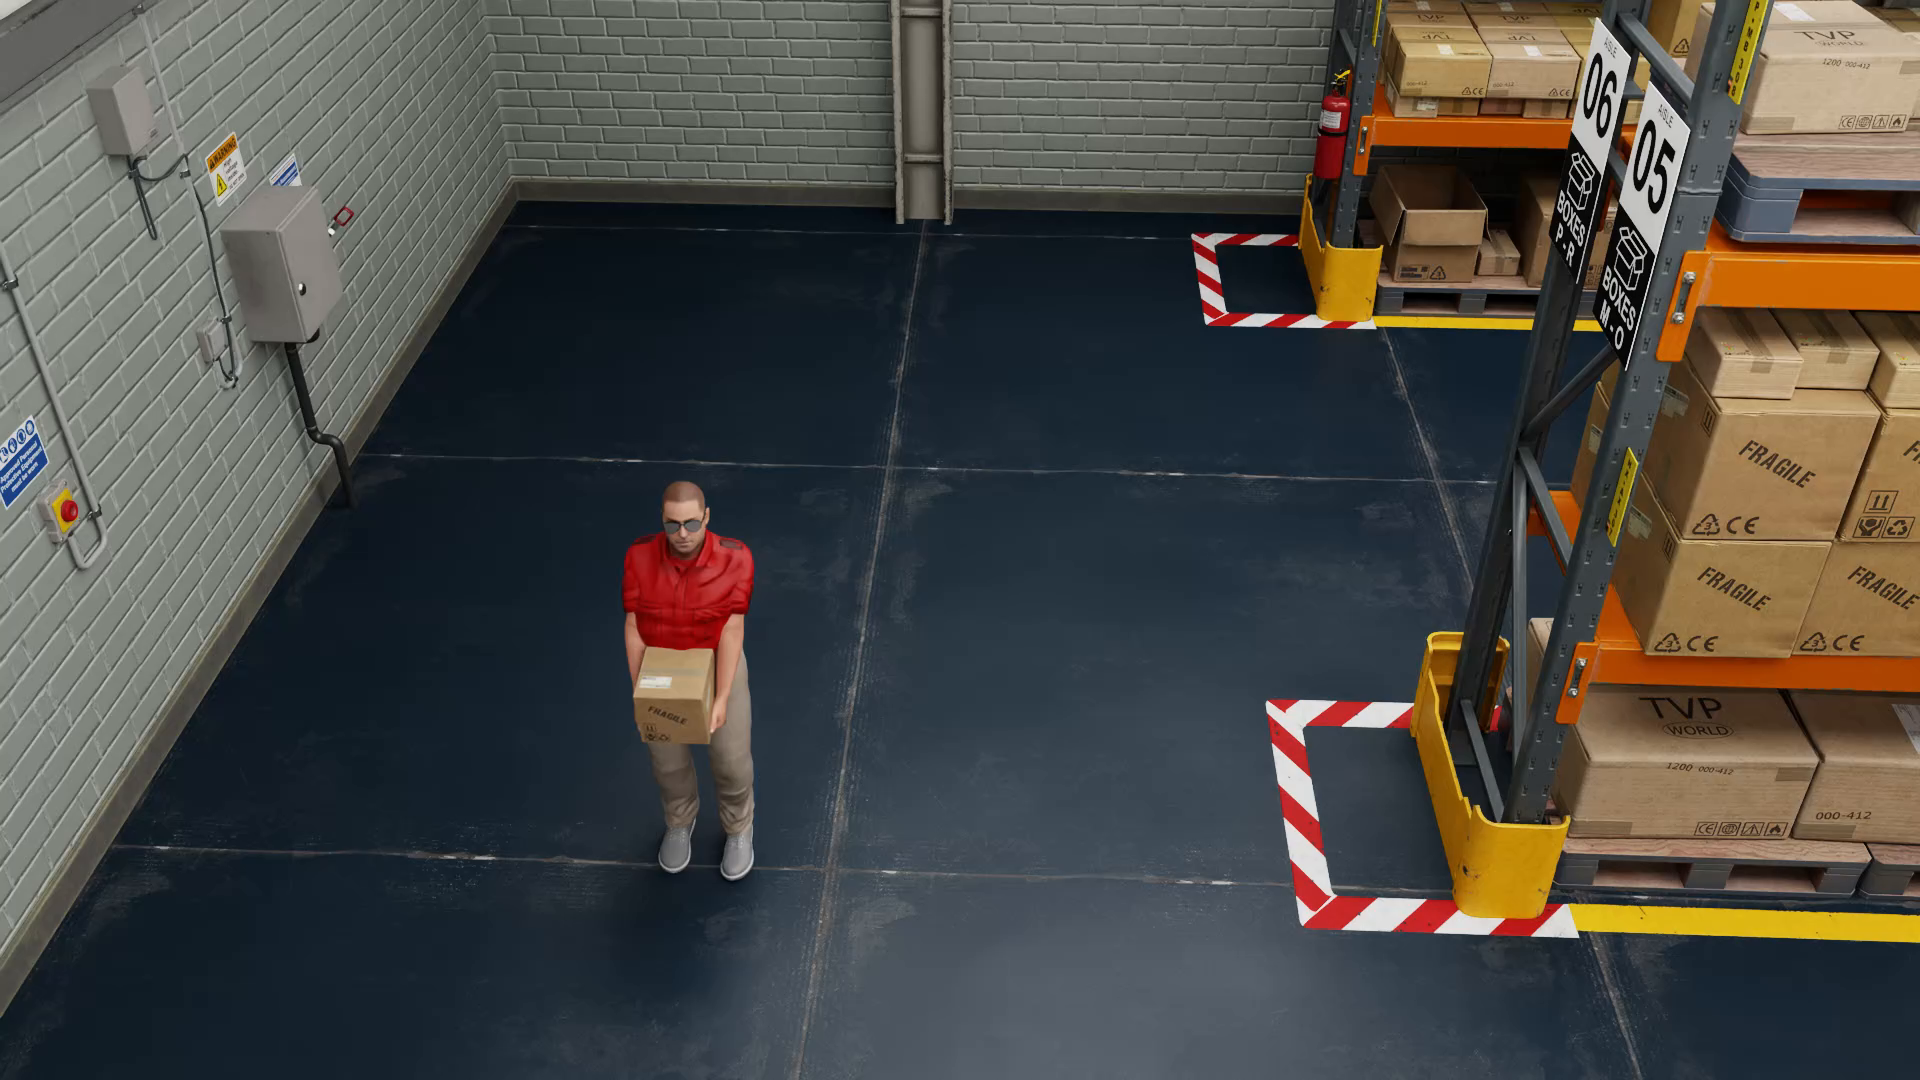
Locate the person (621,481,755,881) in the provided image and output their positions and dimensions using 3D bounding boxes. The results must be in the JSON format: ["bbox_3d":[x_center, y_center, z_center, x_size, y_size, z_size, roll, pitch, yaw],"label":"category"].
[{"bbox_3d":[-1.009,0.590,6.314,0.493,1.721,0.532,2,35,2],"label":"person"}]
